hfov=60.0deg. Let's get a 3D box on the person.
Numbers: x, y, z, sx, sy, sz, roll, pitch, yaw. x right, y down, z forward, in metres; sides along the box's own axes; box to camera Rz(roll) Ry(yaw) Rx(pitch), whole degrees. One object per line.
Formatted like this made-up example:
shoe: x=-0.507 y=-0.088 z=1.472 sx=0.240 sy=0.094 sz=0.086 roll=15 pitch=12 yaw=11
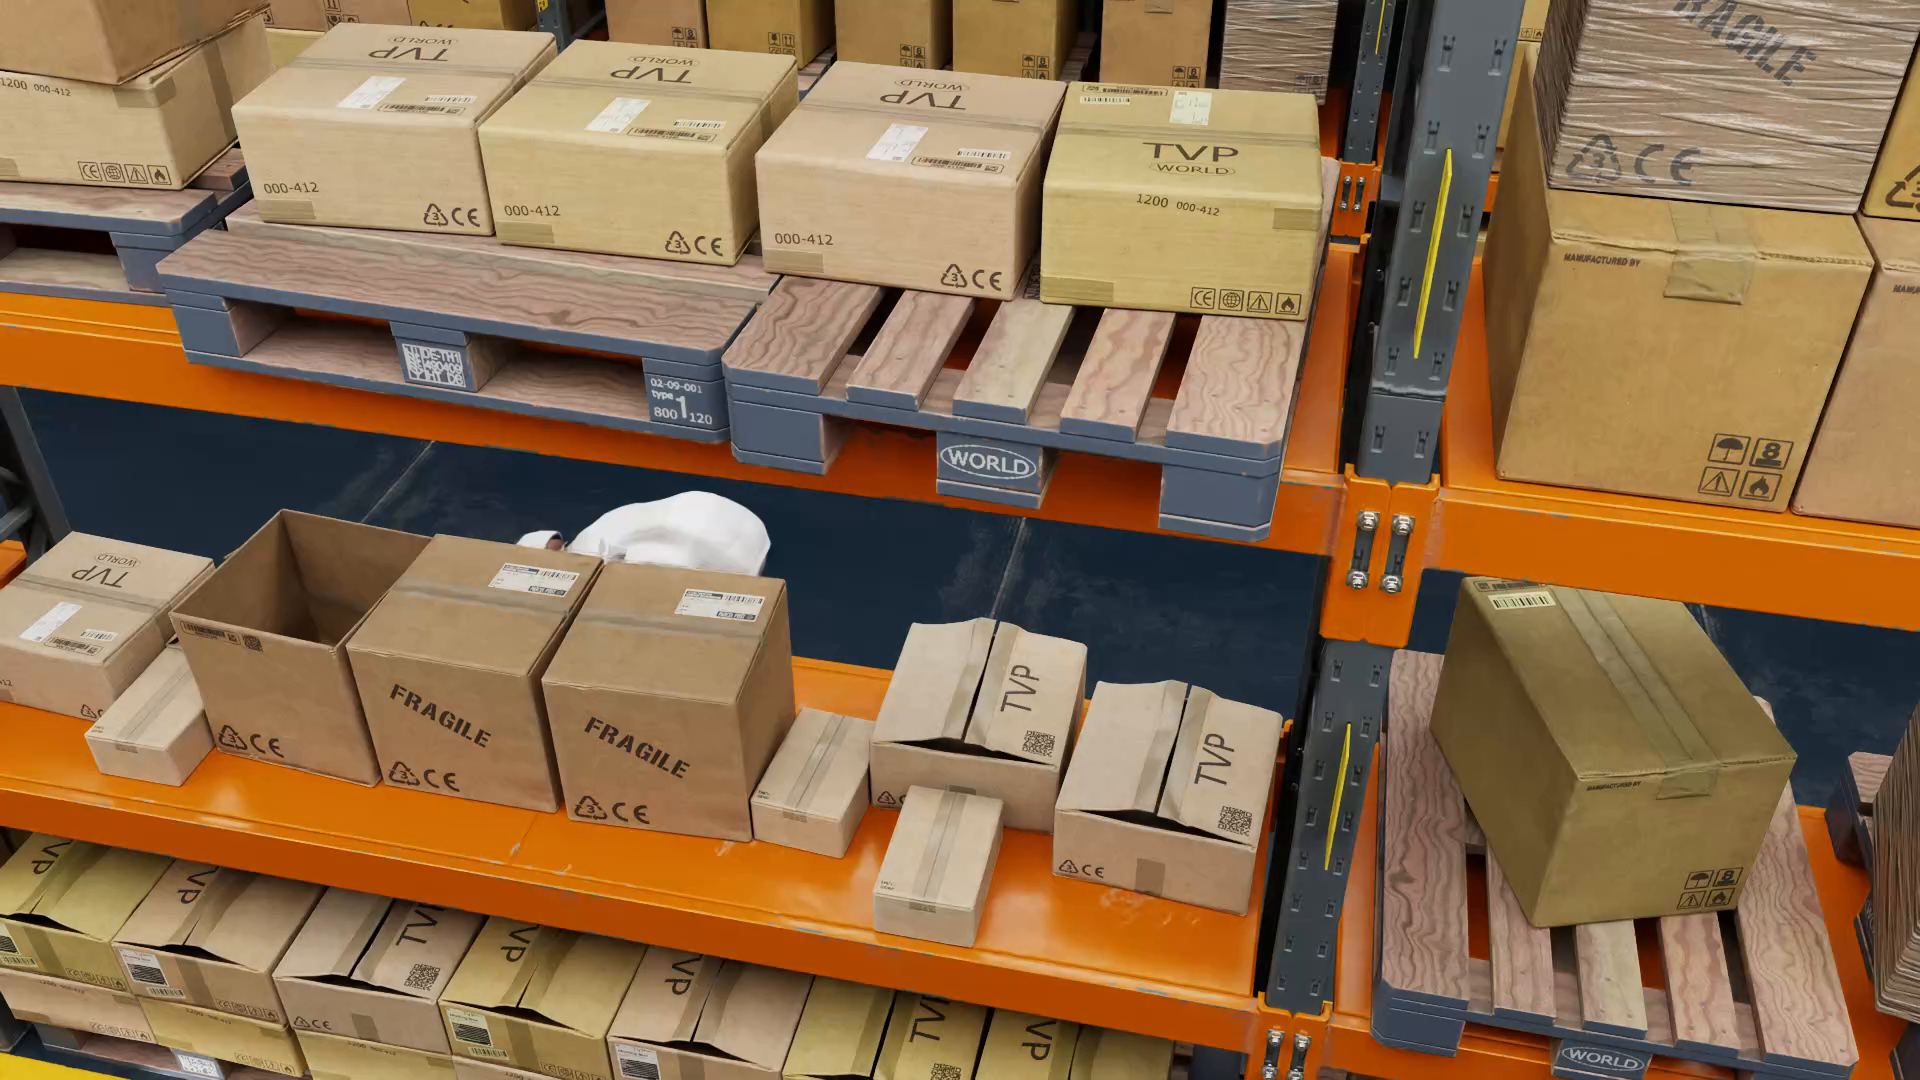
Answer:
person: x=-1.220 y=0.268 z=6.411 sx=0.999 sy=1.001 sz=0.506 roll=6 pitch=37 yaw=8
